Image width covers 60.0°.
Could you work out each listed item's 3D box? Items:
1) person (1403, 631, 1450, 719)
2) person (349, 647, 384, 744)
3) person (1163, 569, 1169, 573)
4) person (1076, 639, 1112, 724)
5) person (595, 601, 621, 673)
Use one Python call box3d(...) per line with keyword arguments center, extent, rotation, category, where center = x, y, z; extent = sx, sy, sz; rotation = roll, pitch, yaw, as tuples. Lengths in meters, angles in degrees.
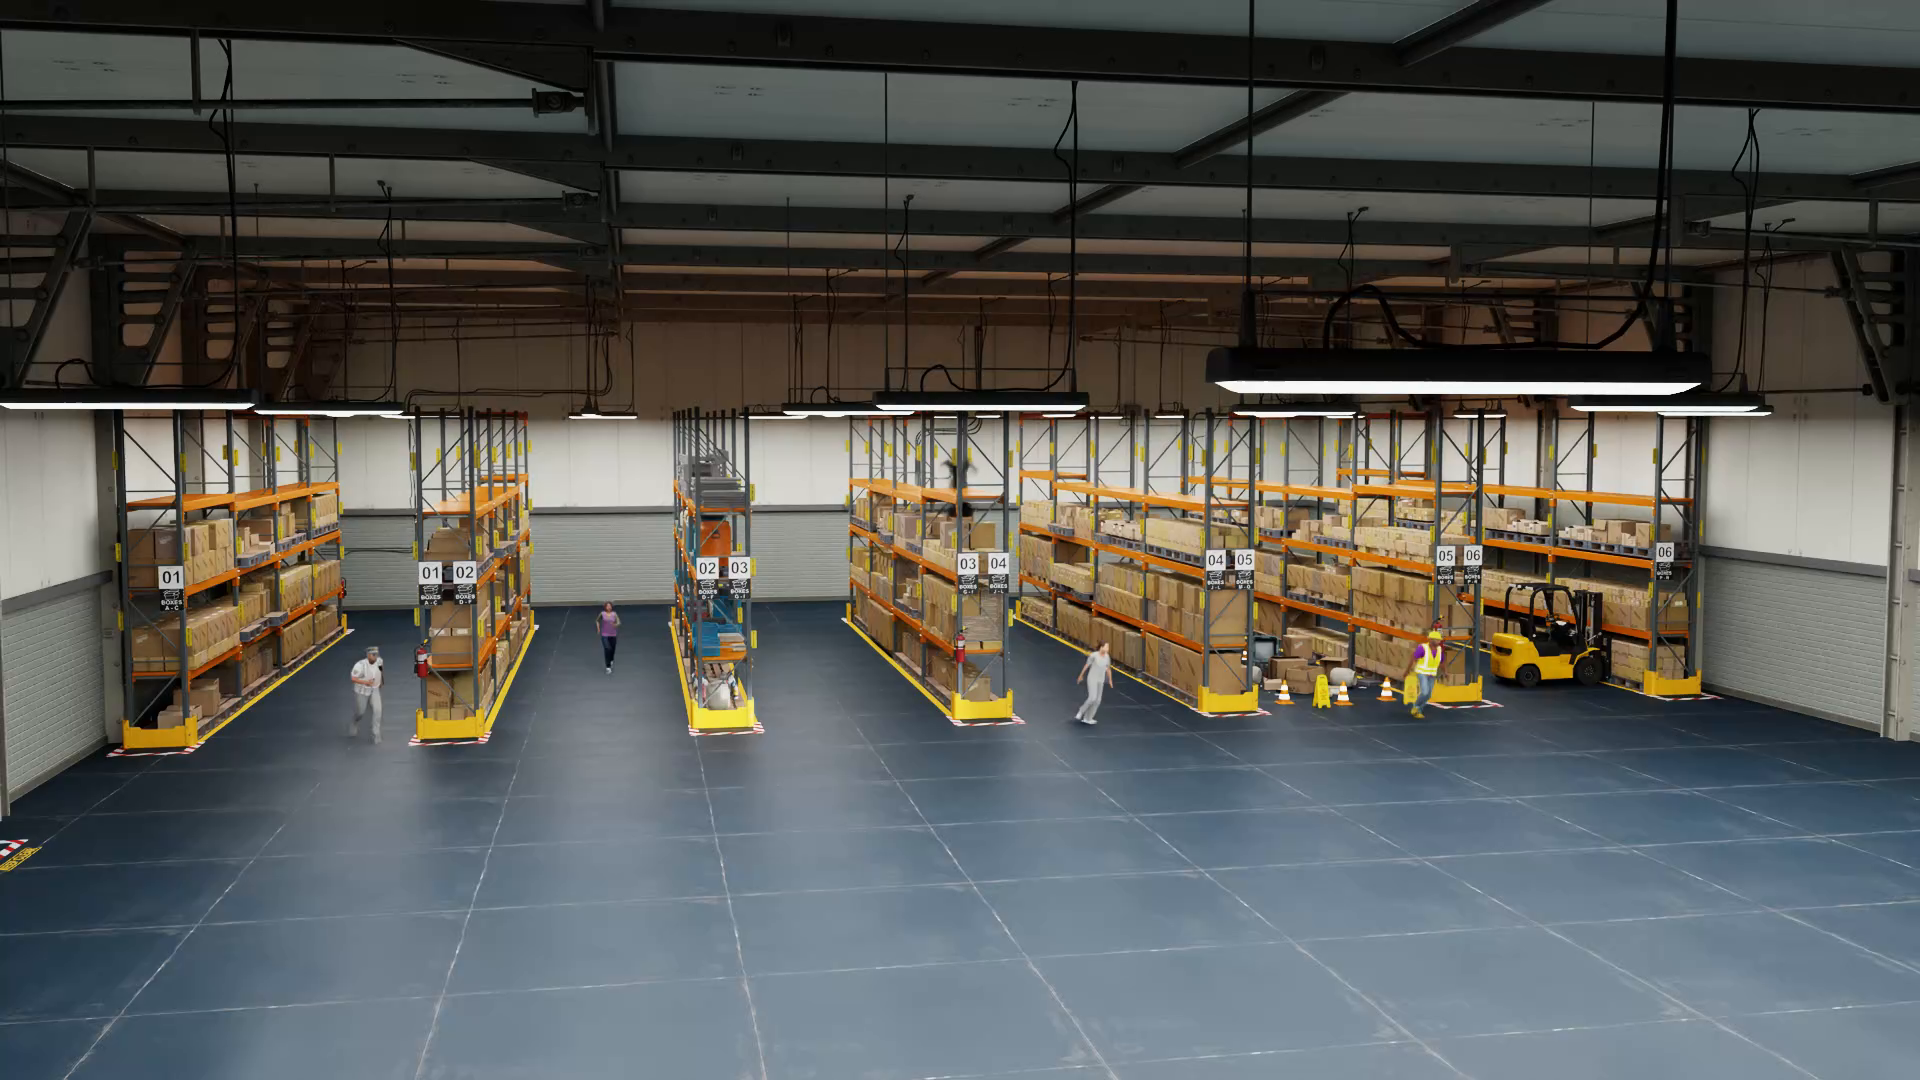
box3d(center=(8.990, 2.591, 31.968), extent=(0.694, 1.721, 0.655), rotation=(-2, 4, -24), category="person")
box3d(center=(-10.683, 2.755, 29.902), extent=(1.037, 1.746, 0.691), rotation=(4, 6, 43), category="person")
box3d(center=(5.631, 1.681, 44.547), extent=(0.627, 1.762, 0.833), rotation=(-2, 5, -29), category="person")
box3d(center=(2.536, 2.676, 31.494), extent=(0.621, 1.627, 0.547), rotation=(-3, 5, -33), category="person")
box3d(center=(-8.052, 2.168, 38.073), extent=(0.543, 1.538, 0.786), rotation=(-1, 4, -19), category="person")
